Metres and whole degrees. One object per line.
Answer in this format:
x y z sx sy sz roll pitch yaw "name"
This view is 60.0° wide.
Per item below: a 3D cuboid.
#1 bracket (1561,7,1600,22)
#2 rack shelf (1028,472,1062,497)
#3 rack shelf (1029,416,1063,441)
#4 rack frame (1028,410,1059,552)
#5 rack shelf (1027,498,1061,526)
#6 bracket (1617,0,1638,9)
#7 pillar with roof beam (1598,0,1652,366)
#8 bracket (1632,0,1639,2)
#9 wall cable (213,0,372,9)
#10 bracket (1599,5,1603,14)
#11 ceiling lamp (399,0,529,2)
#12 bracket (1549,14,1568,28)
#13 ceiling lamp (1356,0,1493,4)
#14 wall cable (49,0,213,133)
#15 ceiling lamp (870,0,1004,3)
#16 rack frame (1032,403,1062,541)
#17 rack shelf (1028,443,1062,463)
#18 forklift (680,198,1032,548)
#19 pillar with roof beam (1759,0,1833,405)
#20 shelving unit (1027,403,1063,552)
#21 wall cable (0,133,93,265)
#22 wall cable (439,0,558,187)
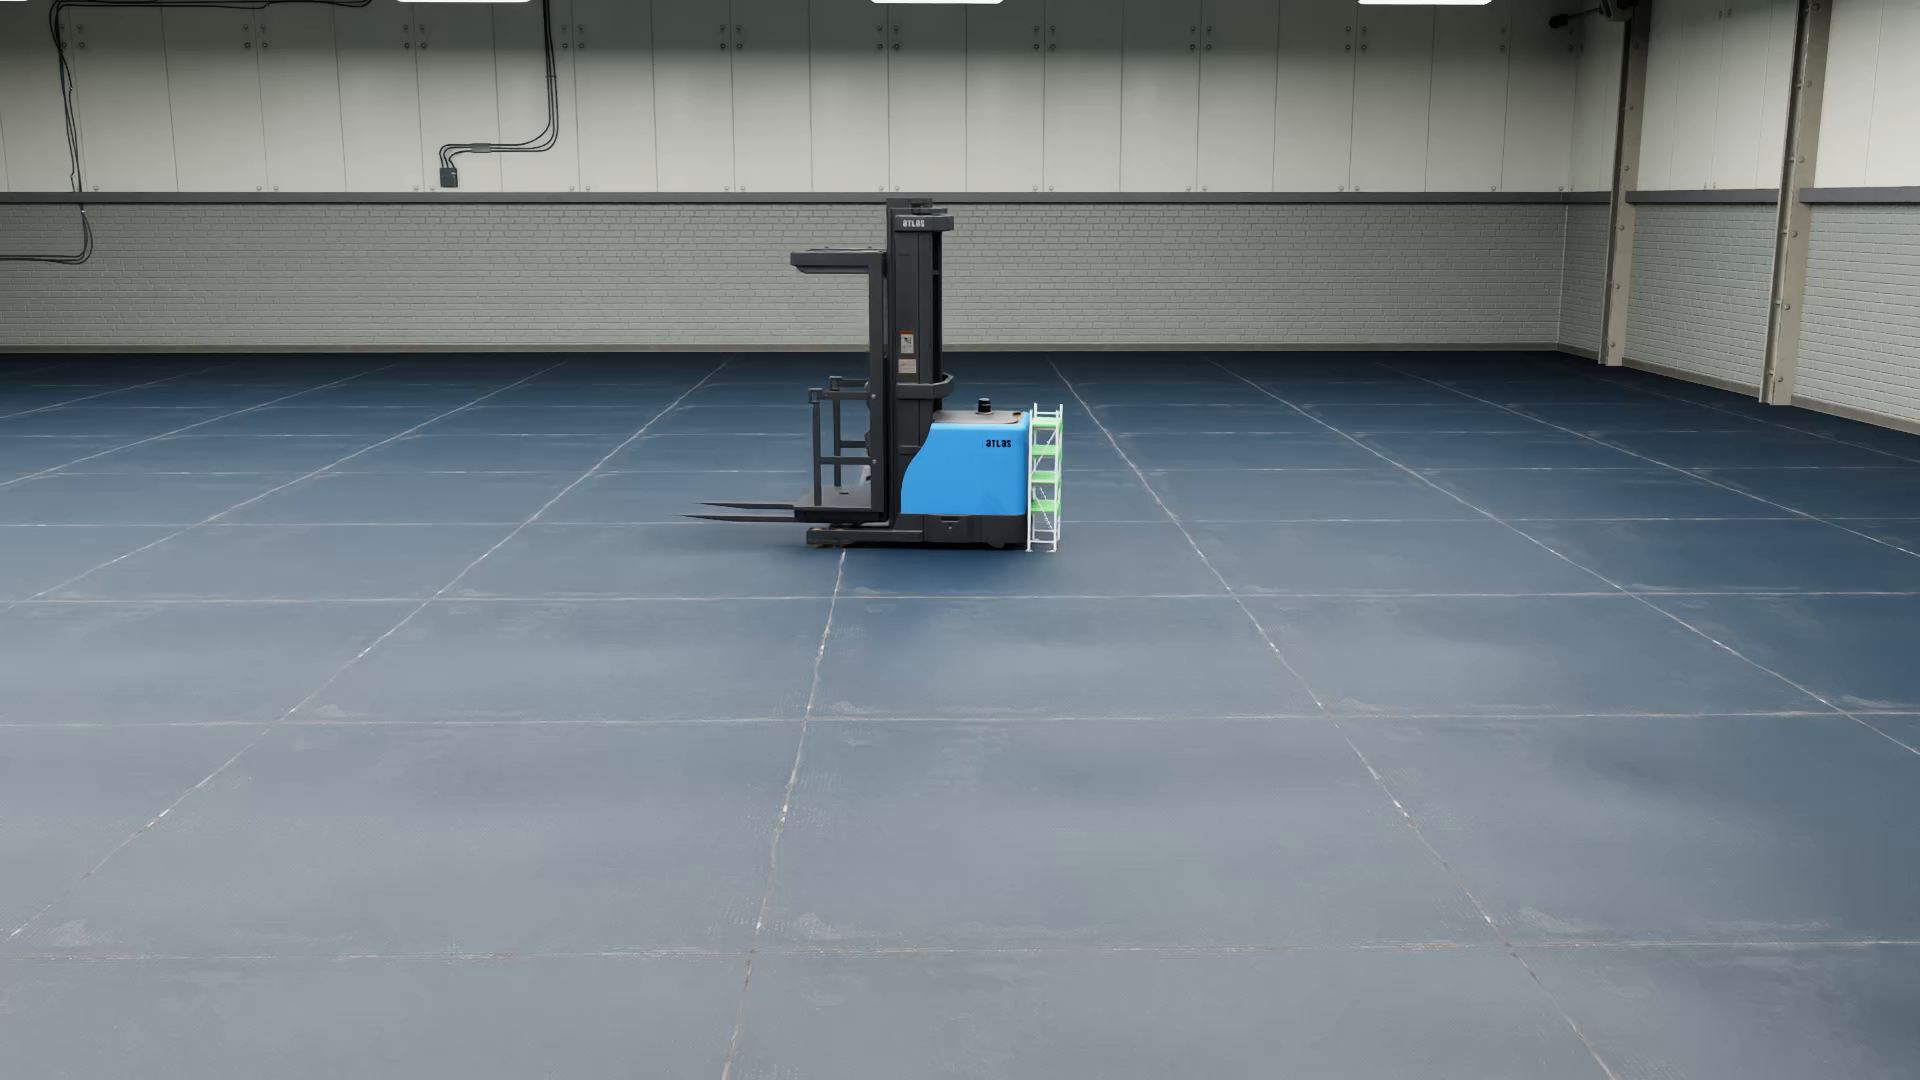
11.469 -9.809 31.222 0.076 0.066 3.189 0 11 -1 "bracket"
0.726 -0.477 14.209 0.258 0.148 0.480 2 12 7 "rack shelf"
0.730 -0.948 14.113 0.258 0.148 0.480 2 12 7 "rack shelf"
0.697 -0.492 13.959 0.240 1.200 0.015 2 12 7 "rack frame"
0.724 -0.242 14.257 0.258 0.148 0.480 2 12 7 "rack shelf"
11.523 -9.290 28.666 0.235 0.232 0.430 0 11 -1 "bracket"
7.565 -7.592 29.350 9.100 9.000 0.548 0 11 -1 "pillar with roof beam"
11.576 -8.778 26.141 0.076 0.066 4.783 0 11 -1 "bracket"
-12.564 -11.278 31.185 3.097 2.526 0.112 0 11 -1 "wall cable"
11.506 -9.455 29.479 0.235 0.232 0.430 0 11 -1 "bracket"
-7.407 -9.623 24.679 2.000 3.185 0.800 0 11 -1 "ceiling lamp"
11.457 -9.926 31.801 0.235 0.232 0.430 0 11 -1 "bracket"
6.990 -9.682 24.970 2.000 3.185 0.800 0 11 -1 "ceiling lamp"
-15.658 -9.036 31.574 3.097 2.526 0.112 0 11 -1 "wall cable"
-0.349 -9.652 24.822 2.000 3.185 0.800 0 11 -1 "ceiling lamp"
0.756 -0.588 14.434 0.240 1.200 0.015 2 12 7 "rack frame"
0.728 -0.712 14.161 0.258 0.148 0.480 2 12 7 "rack shelf"
-0.900 -1.470 14.433 3.031 2.935 1.130 1 12 6 "forklift"
7.689 -6.400 23.471 9.100 9.000 0.400 0 11 -1 "pillar with roof beam"
0.727 -0.540 14.196 0.258 1.200 0.503 2 12 7 "shelving unit"
-18.363 -6.550 32.022 3.097 2.526 0.112 0 11 -1 "wall cable"
-8.871 -9.774 31.551 2.305 6.003 0.169 0 11 -1 "wall cable"
